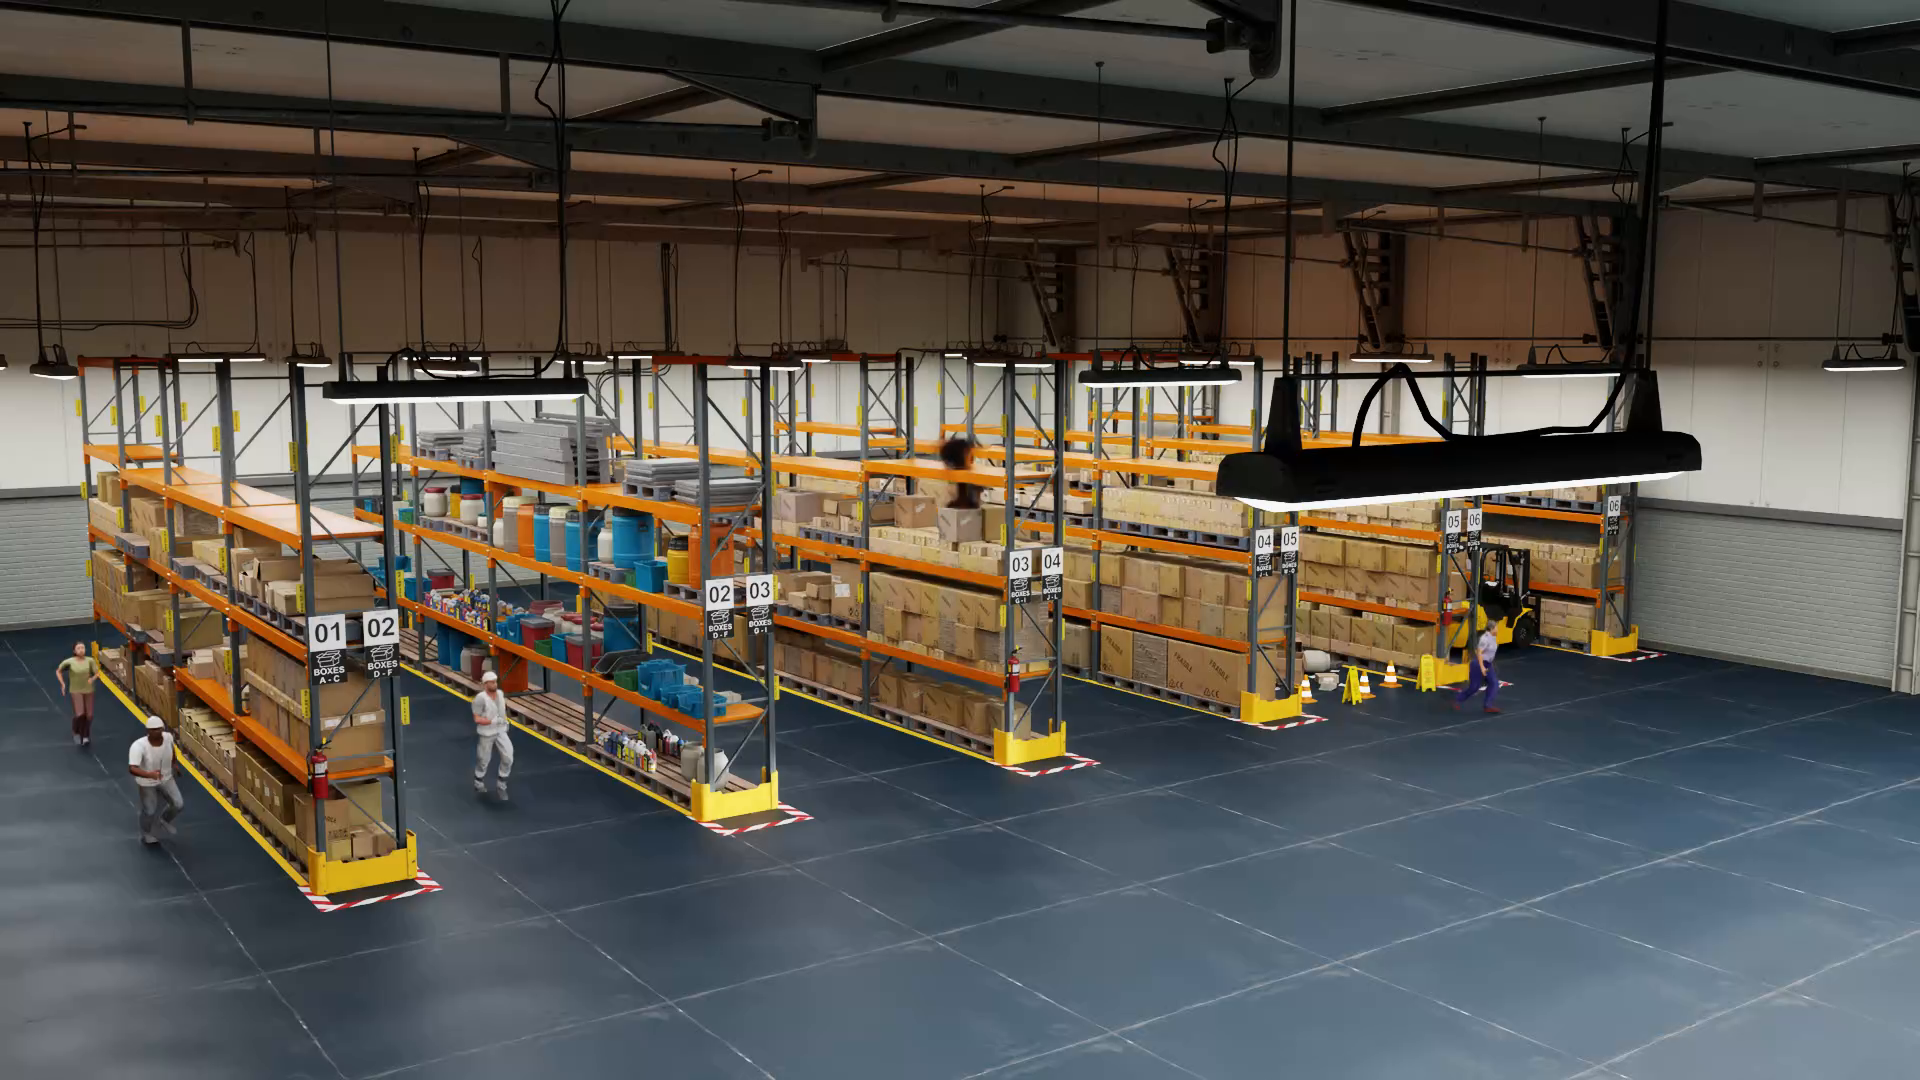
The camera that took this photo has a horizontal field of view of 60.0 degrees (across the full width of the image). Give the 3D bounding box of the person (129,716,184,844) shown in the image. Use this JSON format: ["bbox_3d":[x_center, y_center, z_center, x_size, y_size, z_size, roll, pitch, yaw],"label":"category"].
[{"bbox_3d":[-9.977,2.992,20.686,0.908,1.674,0.744,6,9,40],"label":"person"}]

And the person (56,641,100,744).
[{"bbox_3d":[-13.642,2.377,25.813,0.574,1.631,0.605,-6,9,-39],"label":"person"}]

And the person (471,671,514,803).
[{"bbox_3d":[-6.395,2.692,22.768,0.631,1.829,0.842,-7,10,-44],"label":"person"}]

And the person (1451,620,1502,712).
[{"bbox_3d":[8.799,2.140,28.253,0.812,1.562,0.675,5,8,33],"label":"person"}]
